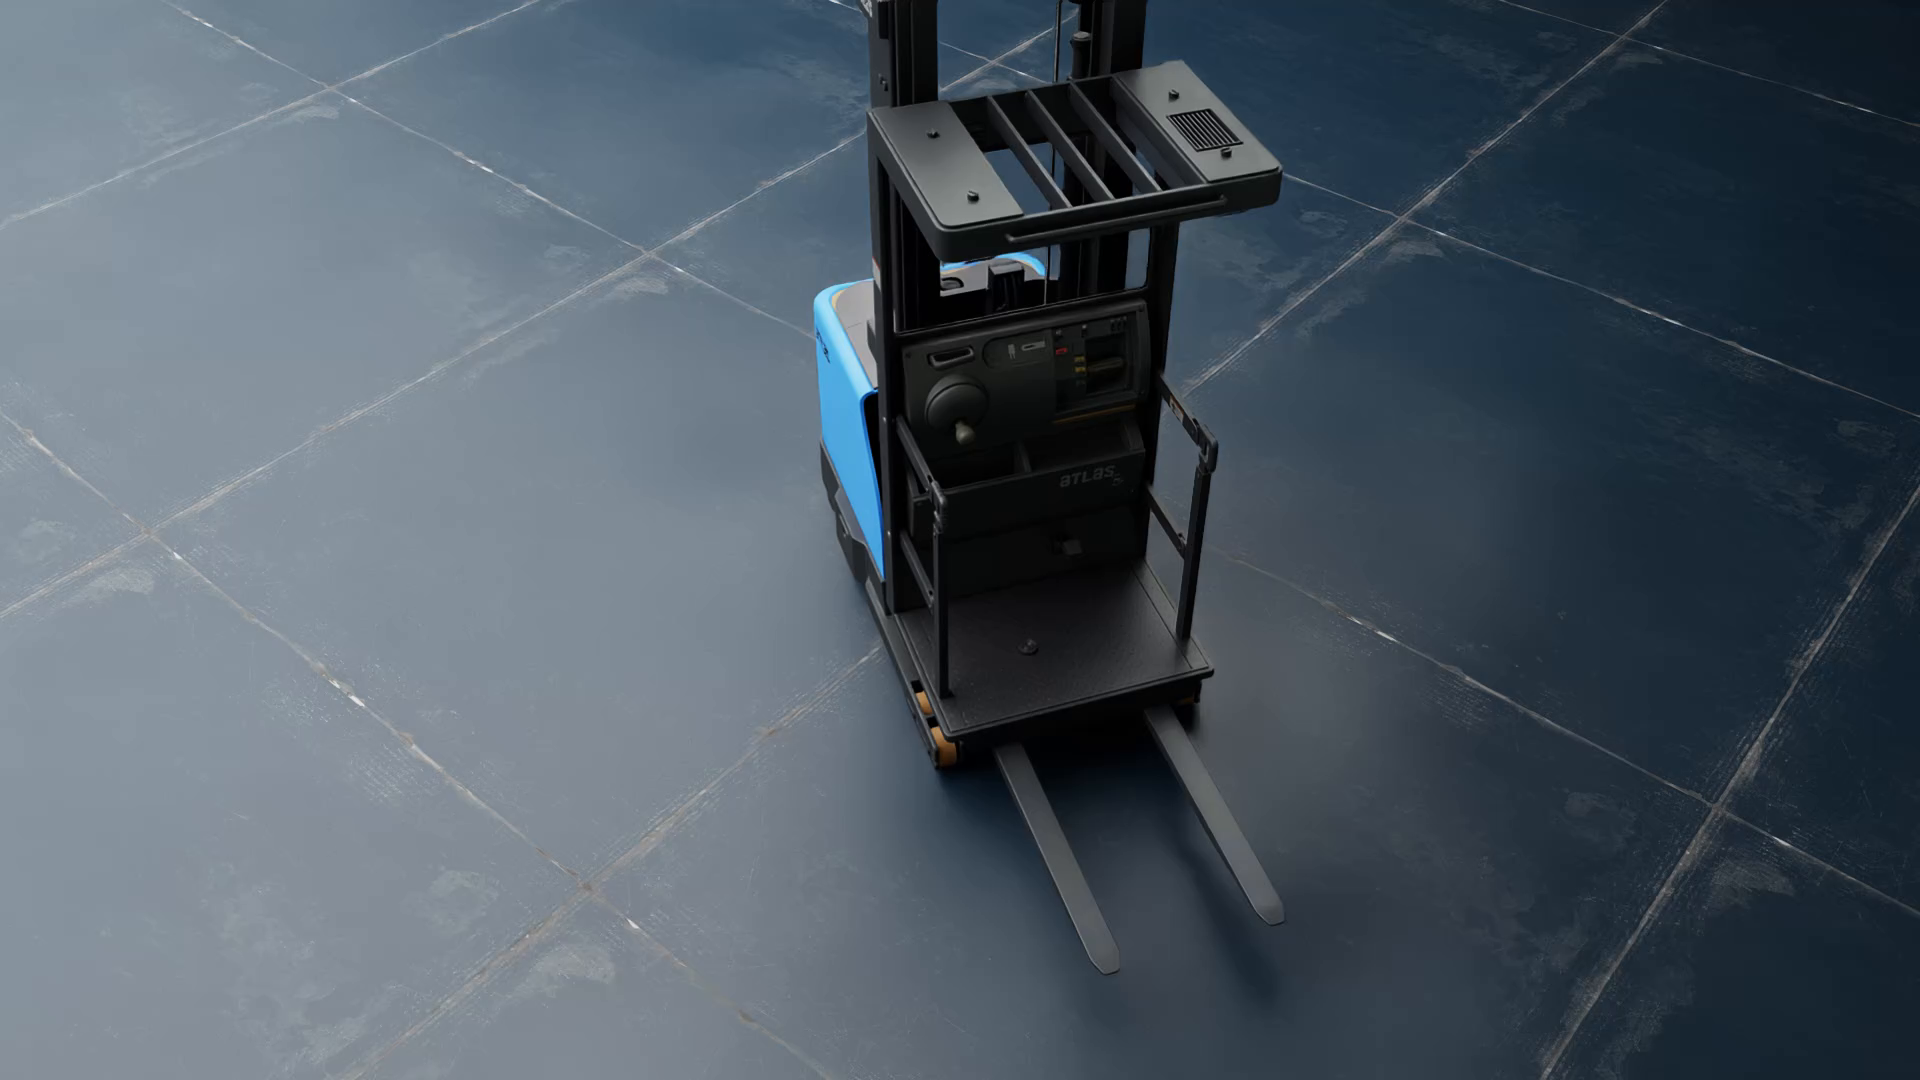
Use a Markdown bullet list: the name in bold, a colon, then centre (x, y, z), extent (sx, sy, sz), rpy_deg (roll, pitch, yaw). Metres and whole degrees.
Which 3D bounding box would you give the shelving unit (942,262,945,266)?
- **shelving unit**: centre (-0.218, -0.857, 7.594), extent (0.252, 1.050, 0.215), rpy_deg (-13, 44, -14)

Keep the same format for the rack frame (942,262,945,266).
- **rack frame**: centre (-0.103, -0.884, 7.624), extent (0.008, 1.050, 0.200), rpy_deg (-13, 44, -14)

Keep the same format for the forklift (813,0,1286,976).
- **forklift**: centre (0.316, -0.513, 5.818), extent (1.130, 2.935, 3.031), rpy_deg (-13, 44, -14)
